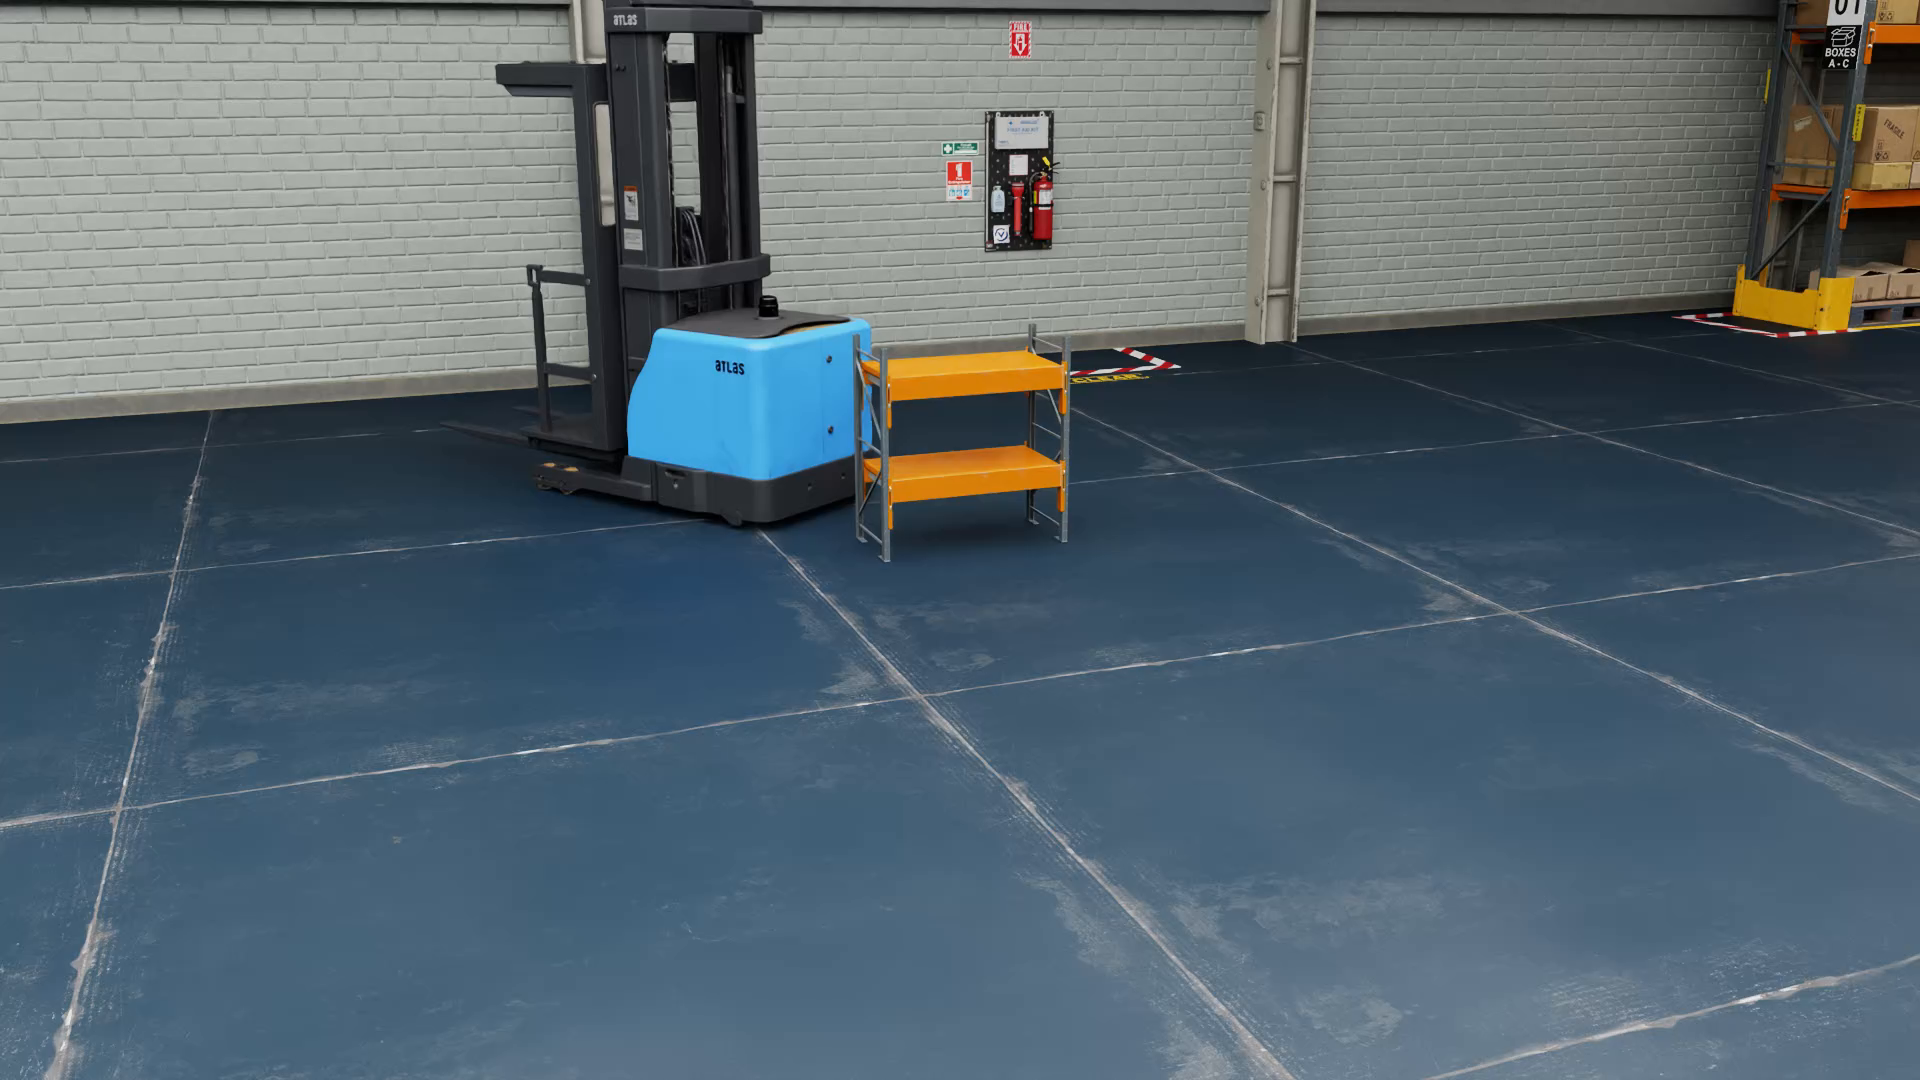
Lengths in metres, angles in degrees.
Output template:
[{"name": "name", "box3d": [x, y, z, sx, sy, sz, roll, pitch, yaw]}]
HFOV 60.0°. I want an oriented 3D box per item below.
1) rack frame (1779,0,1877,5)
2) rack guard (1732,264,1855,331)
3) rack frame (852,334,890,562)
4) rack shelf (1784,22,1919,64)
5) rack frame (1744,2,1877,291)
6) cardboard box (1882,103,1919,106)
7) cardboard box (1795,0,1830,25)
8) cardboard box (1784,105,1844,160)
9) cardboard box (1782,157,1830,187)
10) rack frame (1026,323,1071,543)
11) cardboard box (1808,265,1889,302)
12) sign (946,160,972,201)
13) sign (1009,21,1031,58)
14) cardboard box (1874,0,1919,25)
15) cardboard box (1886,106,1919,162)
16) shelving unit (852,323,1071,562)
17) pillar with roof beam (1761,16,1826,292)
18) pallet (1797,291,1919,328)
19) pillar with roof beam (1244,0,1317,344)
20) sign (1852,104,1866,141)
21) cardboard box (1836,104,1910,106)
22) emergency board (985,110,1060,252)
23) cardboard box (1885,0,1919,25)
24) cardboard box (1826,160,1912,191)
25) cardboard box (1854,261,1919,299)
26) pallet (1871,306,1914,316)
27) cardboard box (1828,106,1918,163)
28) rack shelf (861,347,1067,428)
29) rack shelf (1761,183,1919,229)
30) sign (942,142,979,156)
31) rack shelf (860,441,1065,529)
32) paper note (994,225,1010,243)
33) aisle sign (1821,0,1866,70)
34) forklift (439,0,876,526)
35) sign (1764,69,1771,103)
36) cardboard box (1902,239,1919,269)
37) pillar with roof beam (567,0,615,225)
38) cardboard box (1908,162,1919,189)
[{"name": "rack frame", "box3d": [8.127, -6.472, 15.168, 0.127, 3.000, 1.000, -6, 17, -20]}, {"name": "rack guard", "box3d": [8.198, -2.402, 16.391, 0.348, 0.500, 1.175, -6, 17, -20]}, {"name": "rack frame", "box3d": [-0.468, -0.489, 8.768, 0.032, 1.125, 0.500, -6, 17, -20]}, {"name": "rack shelf", "box3d": [9.995, -4.890, 16.378, 4.000, 0.370, 1.077, -6, 17, -20]}, {"name": "rack frame", "box3d": [8.127, -3.594, 16.013, 0.127, 3.000, 1.000, -6, 17, -20]}, {"name": "cardboard box", "box3d": [9.446, -4.096, 16.623, 0.500, 0.500, 0.500, -7, 18, -22]}, {"name": "cardboard box", "box3d": [8.426, -5.199, 15.944, 0.500, 0.500, 0.500, -5, 17, -16]}, {"name": "cardboard box", "box3d": [8.491, -3.995, 16.278, 0.500, 0.500, 0.500, -6, 18, -21]}, {"name": "cardboard box", "box3d": [8.494, -3.630, 16.365, 0.500, 0.250, 0.500, -6, 17, -19]}, {"name": "rack frame", "box3d": [0.481, -0.592, 9.117, 0.032, 1.125, 0.500, -6, 17, -20]}, {"name": "cardboard box", "box3d": [8.805, -2.561, 16.487, 0.500, 0.311, 0.500, -8, 18, -26]}, {"name": "sign", "box3d": [-0.006, -3.037, 14.052, 0.234, 0.329, 0.001, -6, 17, -20]}, {"name": "sign", "box3d": [0.504, -4.186, 13.914, 0.199, 0.298, 0.001, -6, 17, -20]}, {"name": "cardboard box", "box3d": [8.529, -5.059, 15.464, 0.500, 0.500, 0.500, -6, 17, -19]}, {"name": "cardboard box", "box3d": [9.146, -3.908, 15.981, 0.500, 0.500, 0.500, -6, 17, -20]}, {"name": "shelving unit", "box3d": [0.006, -0.540, 8.942, 1.048, 1.125, 0.538, -6, 17, -20]}, {"name": "pillar with roof beam", "box3d": [10.012, -5.638, 12.326, 0.400, 9.000, 9.100, -6, 17, -20]}, {"name": "pallet", "box3d": [8.969, -2.336, 16.679, 1.213, 0.211, 1.003, -6, 17, -20]}, {"name": "pillar with roof beam", "box3d": [4.409, -5.033, 10.266, 0.400, 9.000, 9.100, -6, 17, -20]}, {"name": "sign", "box3d": [8.321, -3.867, 15.405, 0.005, 0.325, 0.100, -6, 17, -20]}, {"name": "cardboard box", "box3d": [8.965, -4.043, 16.442, 0.500, 0.500, 0.500, -6, 17, -19]}, {"name": "emergency board", "box3d": [0.547, -3.048, 14.154, 0.643, 1.169, 0.194, -6, 17, -20]}, {"name": "cardboard box", "box3d": [9.043, -5.103, 15.617, 0.500, 0.500, 0.500, -5, 17, -16]}, {"name": "cardboard box", "box3d": [8.696, -3.497, 15.914, 0.500, 0.250, 0.500, -7, 18, -22]}, {"name": "cardboard box", "box3d": [9.338, -2.618, 16.682, 0.500, 0.311, 0.500, -5, 17, -15]}, {"name": "pallet", "box3d": [10.107, -2.458, 17.094, 1.213, 0.211, 1.003, -6, 17, -20]}, {"name": "cardboard box", "box3d": [8.680, -3.860, 15.820, 0.500, 0.500, 0.500, -6, 17, -20]}, {"name": "rack shelf", "box3d": [0.006, -0.821, 8.860, 1.000, 0.278, 0.538, -6, 17, -20]}, {"name": "rack shelf", "box3d": [9.995, -3.450, 16.801, 4.000, 0.370, 1.077, -6, 17, -20]}, {"name": "sign", "box3d": [0.002, -3.289, 13.971, 0.331, 0.109, 0.001, -6, 17, -20]}, {"name": "rack shelf", "box3d": [0.006, -0.306, 9.011, 1.000, 0.278, 0.538, -6, 17, -20]}, {"name": "paper note", "box3d": [0.357, -2.626, 14.279, 0.142, 0.148, 0.016, -6, 17, -20]}, {"name": "aisle sign", "box3d": [8.167, -4.755, 15.353, 0.004, 0.787, 0.394, -6, 17, -20]}, {"name": "forklift", "box3d": [-1.997, -1.788, 9.986, 3.031, 2.935, 1.130, 11, 20, 34]}, {"name": "sign", "box3d": [7.947, -4.449, 16.309, 0.005, 0.325, 0.100, -6, 17, -20]}, {"name": "cardboard box", "box3d": [10.041, -2.770, 16.863, 0.500, 0.500, 0.700, -7, 18, -24]}, {"name": "pillar with roof beam", "box3d": [-1.194, -4.428, 8.206, 0.400, 9.000, 9.100, -6, 17, -20]}, {"name": "cardboard box", "box3d": [9.176, -3.553, 16.105, 0.500, 0.250, 0.500, -7, 18, -22]}]
